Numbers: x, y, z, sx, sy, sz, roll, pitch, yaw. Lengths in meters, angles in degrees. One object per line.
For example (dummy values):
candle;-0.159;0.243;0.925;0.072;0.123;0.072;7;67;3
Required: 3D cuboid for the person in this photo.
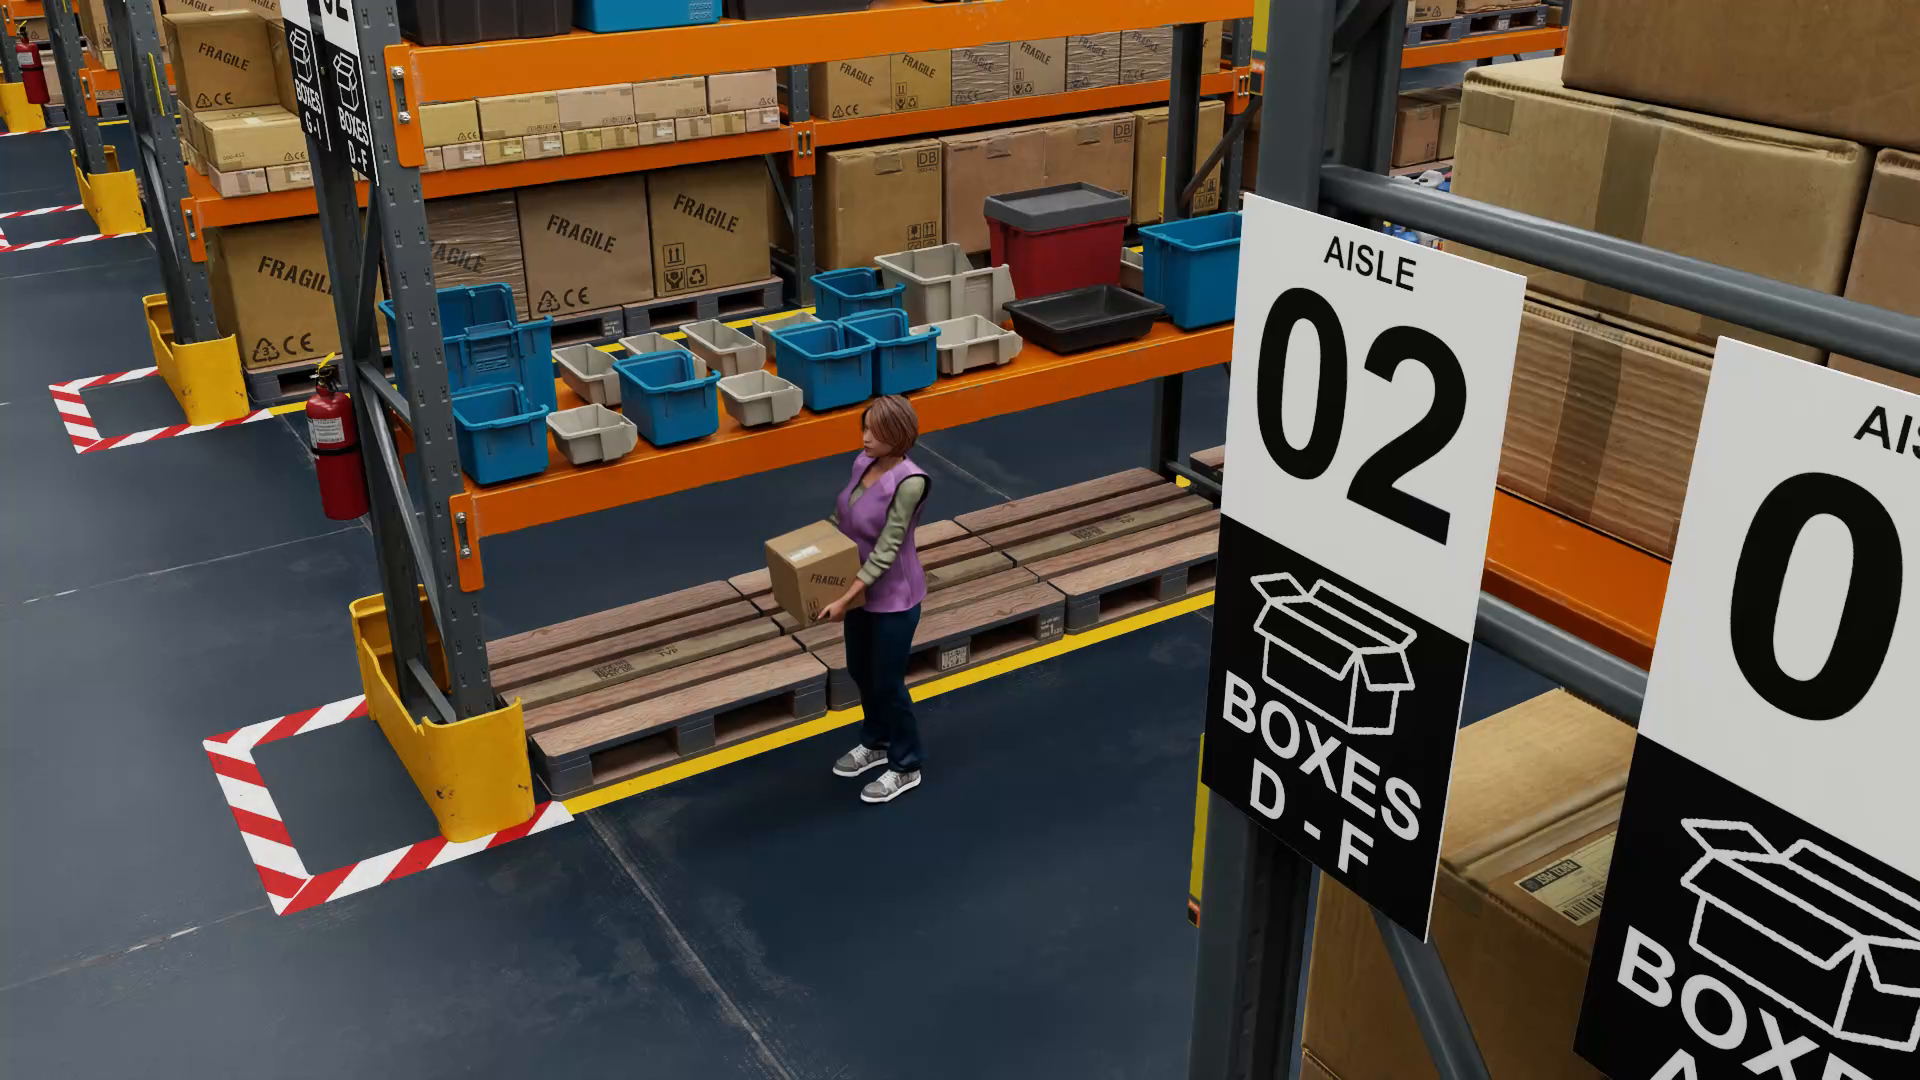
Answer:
person;-0.367;0.241;6.140;0.489;1.578;0.405;-15;29;-29
